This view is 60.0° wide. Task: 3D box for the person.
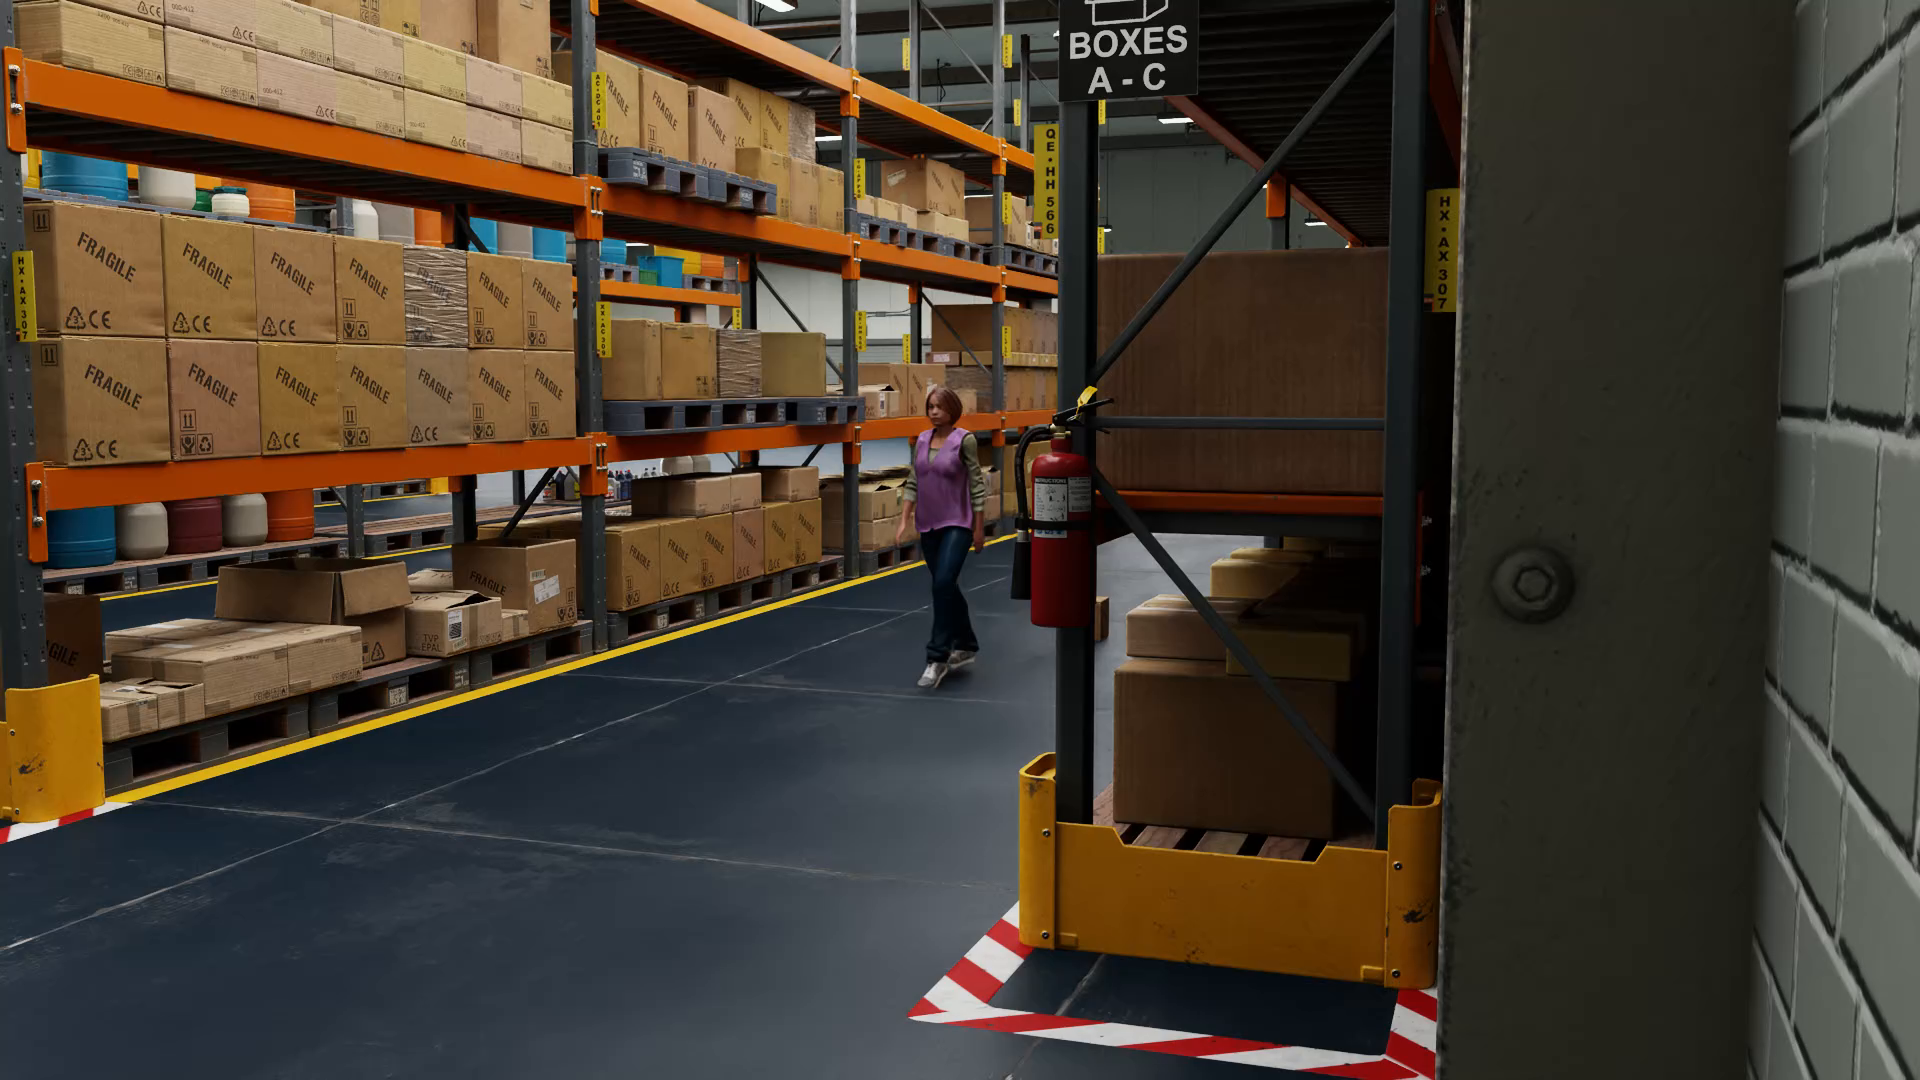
[{"bbox_3d":[-0.110,-0.030,9.078,0.429,1.619,0.716,4,7,34],"label":"person"}]
